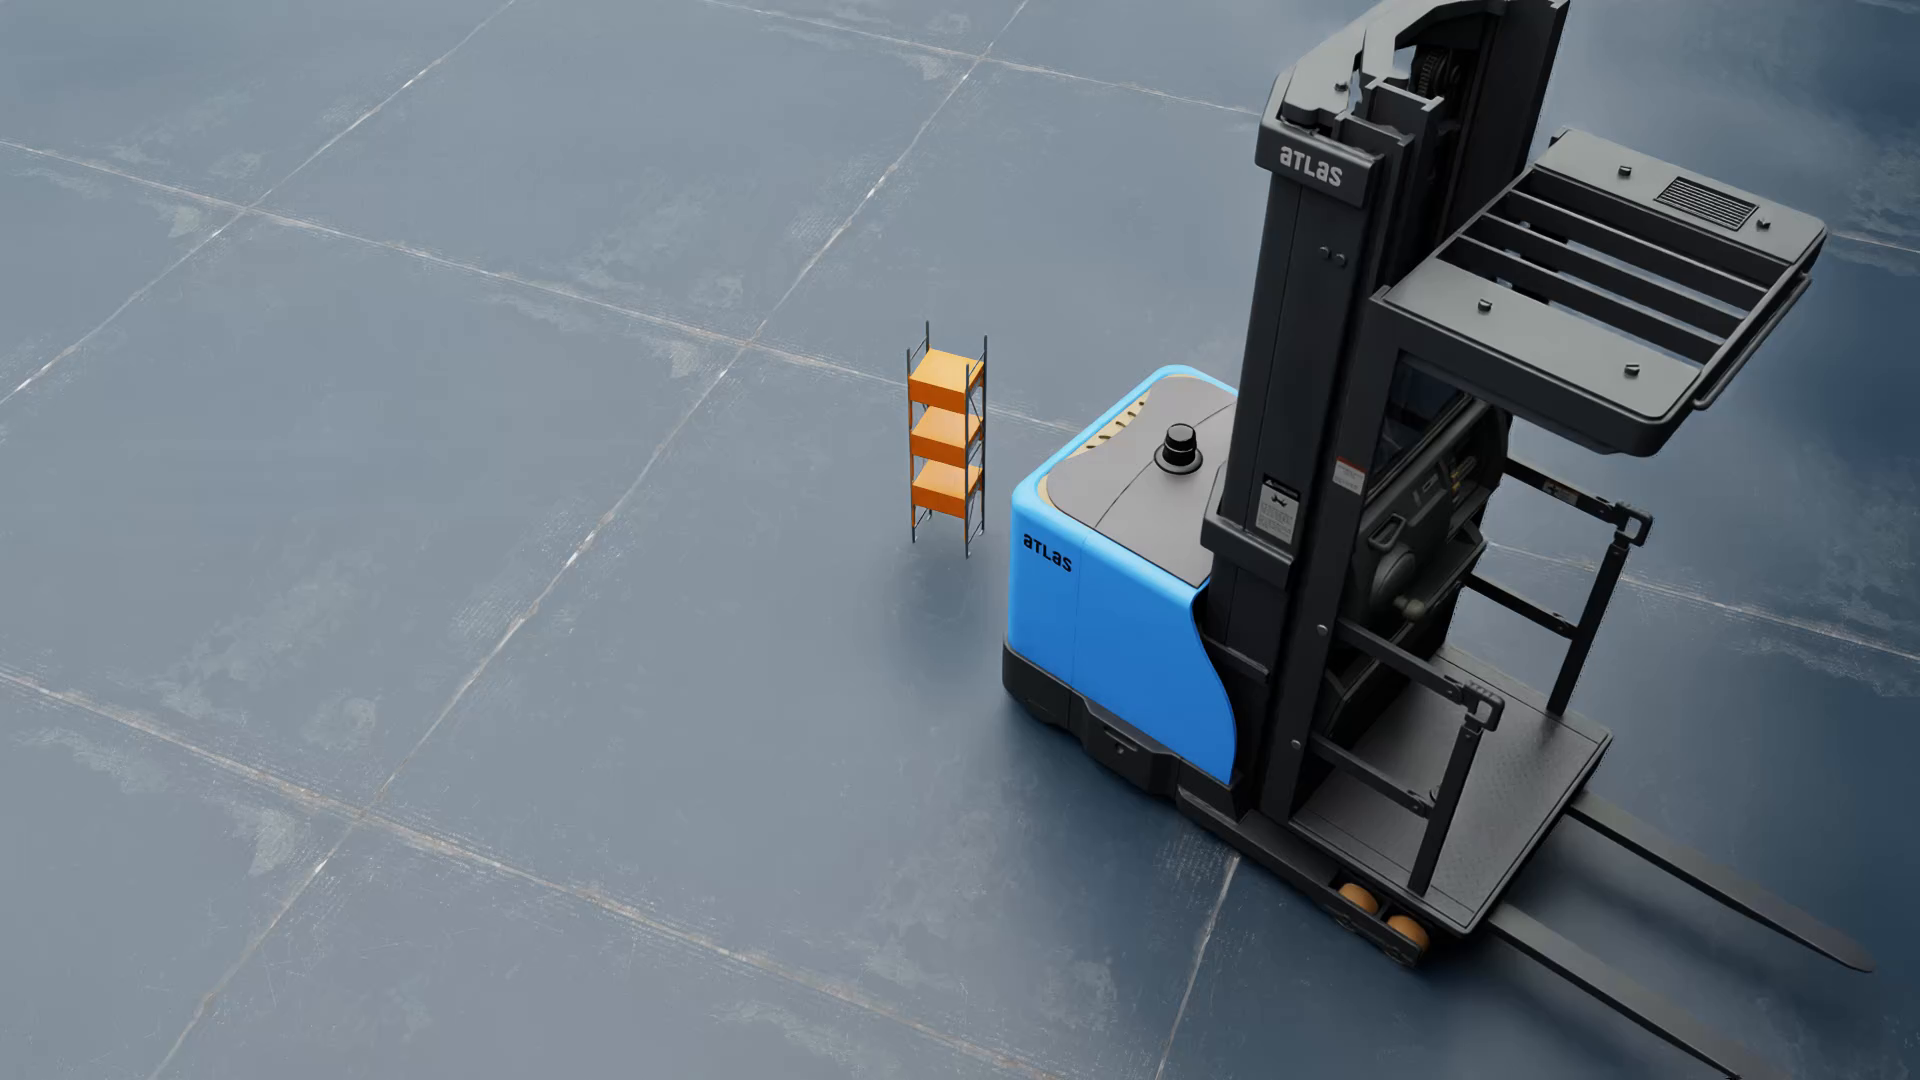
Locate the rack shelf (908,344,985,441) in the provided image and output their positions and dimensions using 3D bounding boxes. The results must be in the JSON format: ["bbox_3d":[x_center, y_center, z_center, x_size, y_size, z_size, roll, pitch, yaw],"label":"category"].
[{"bbox_3d":[-0.049,-0.580,6.541,0.240,0.259,0.215,16,47,16],"label":"rack shelf"}]

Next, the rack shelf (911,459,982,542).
[{"bbox_3d":[-0.049,-0.182,6.937,0.240,0.259,0.215,16,47,16],"label":"rack shelf"}]

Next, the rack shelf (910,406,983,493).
[{"bbox_3d":[-0.049,-0.379,6.741,0.240,0.259,0.215,16,47,16],"label":"rack shelf"}]

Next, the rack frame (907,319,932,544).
[{"bbox_3d":[-0.162,-0.420,6.767,0.008,1.050,0.200,16,47,16],"label":"rack frame"}]

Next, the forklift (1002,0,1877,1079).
[{"bbox_3d":[1.611,-0.029,5.040,3.031,2.935,1.130,31,53,27],"label":"forklift"}]

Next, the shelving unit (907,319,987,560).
[{"bbox_3d":[-0.049,-0.387,6.733,0.252,1.050,0.215,16,47,16],"label":"shelving unit"}]

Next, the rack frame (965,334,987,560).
[{"bbox_3d":[0.063,-0.354,6.700,0.008,1.050,0.200,16,47,16],"label":"rack frame"}]
